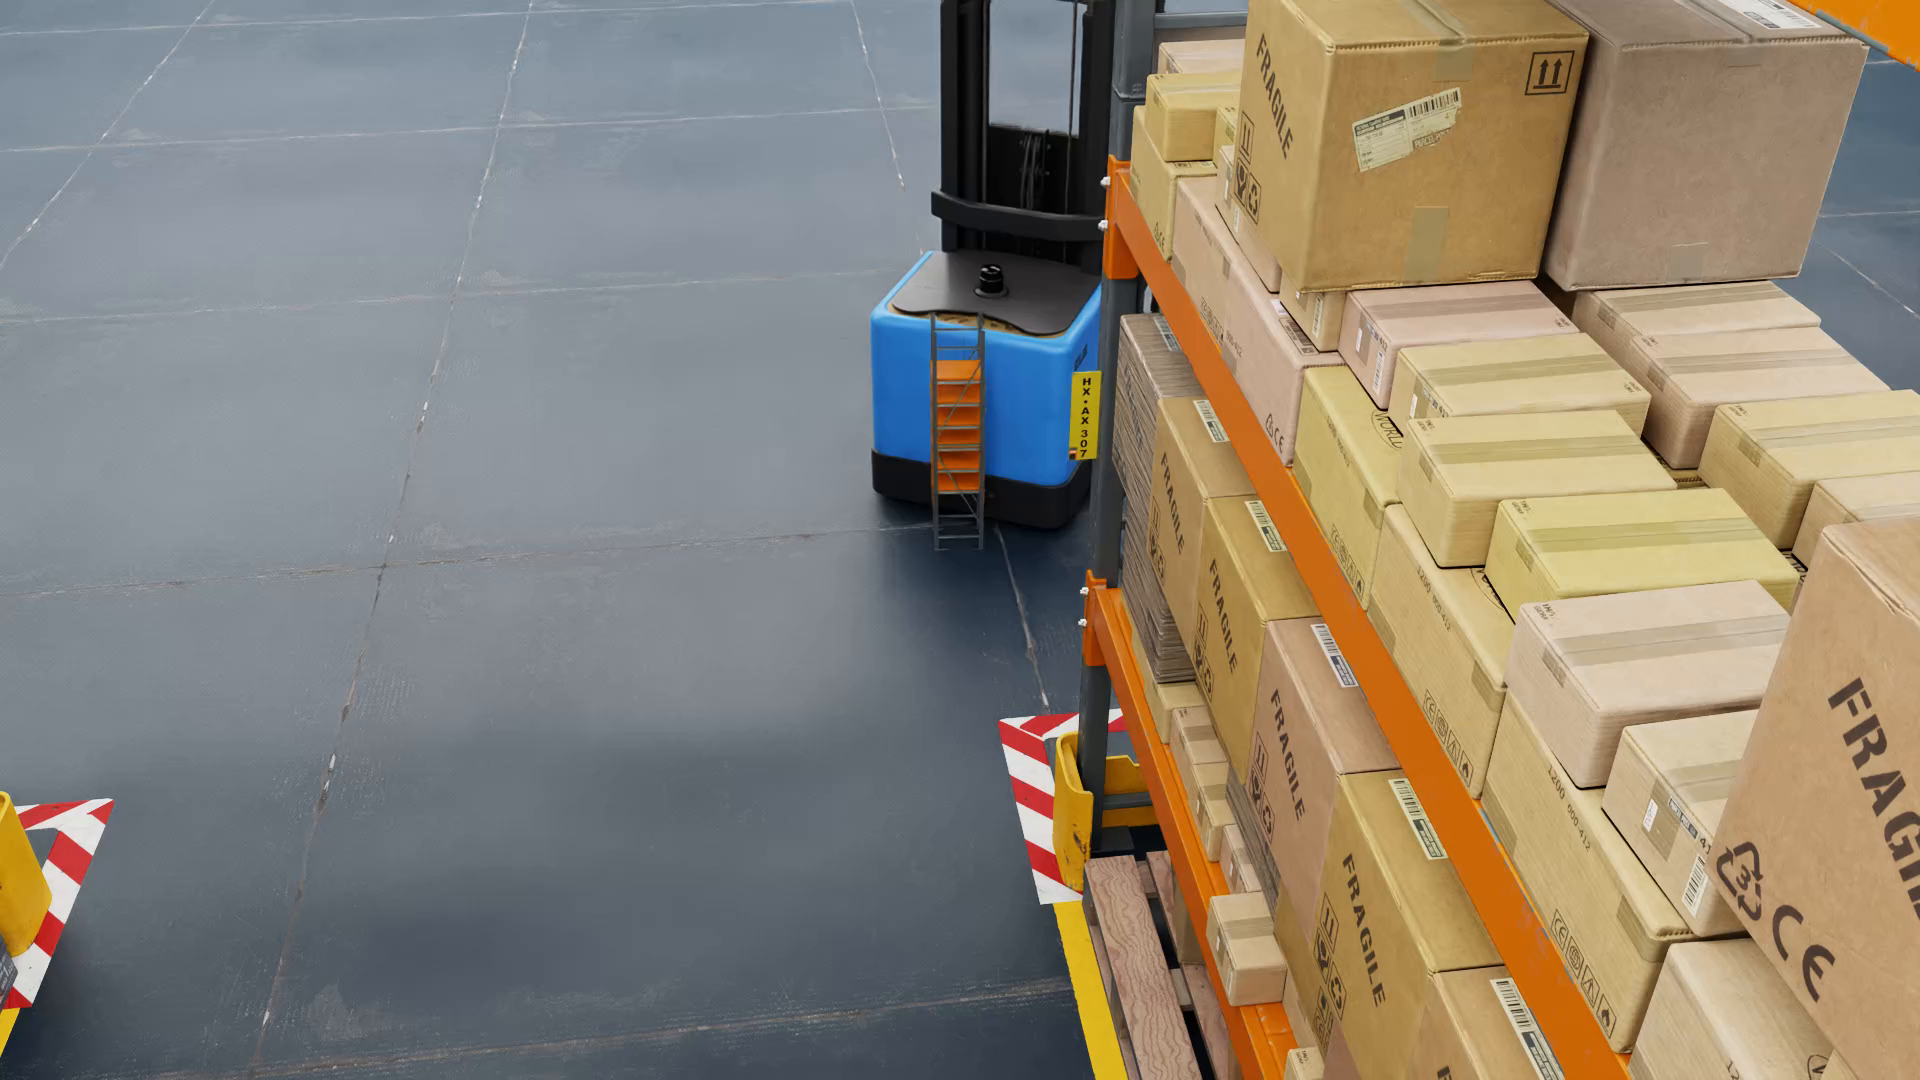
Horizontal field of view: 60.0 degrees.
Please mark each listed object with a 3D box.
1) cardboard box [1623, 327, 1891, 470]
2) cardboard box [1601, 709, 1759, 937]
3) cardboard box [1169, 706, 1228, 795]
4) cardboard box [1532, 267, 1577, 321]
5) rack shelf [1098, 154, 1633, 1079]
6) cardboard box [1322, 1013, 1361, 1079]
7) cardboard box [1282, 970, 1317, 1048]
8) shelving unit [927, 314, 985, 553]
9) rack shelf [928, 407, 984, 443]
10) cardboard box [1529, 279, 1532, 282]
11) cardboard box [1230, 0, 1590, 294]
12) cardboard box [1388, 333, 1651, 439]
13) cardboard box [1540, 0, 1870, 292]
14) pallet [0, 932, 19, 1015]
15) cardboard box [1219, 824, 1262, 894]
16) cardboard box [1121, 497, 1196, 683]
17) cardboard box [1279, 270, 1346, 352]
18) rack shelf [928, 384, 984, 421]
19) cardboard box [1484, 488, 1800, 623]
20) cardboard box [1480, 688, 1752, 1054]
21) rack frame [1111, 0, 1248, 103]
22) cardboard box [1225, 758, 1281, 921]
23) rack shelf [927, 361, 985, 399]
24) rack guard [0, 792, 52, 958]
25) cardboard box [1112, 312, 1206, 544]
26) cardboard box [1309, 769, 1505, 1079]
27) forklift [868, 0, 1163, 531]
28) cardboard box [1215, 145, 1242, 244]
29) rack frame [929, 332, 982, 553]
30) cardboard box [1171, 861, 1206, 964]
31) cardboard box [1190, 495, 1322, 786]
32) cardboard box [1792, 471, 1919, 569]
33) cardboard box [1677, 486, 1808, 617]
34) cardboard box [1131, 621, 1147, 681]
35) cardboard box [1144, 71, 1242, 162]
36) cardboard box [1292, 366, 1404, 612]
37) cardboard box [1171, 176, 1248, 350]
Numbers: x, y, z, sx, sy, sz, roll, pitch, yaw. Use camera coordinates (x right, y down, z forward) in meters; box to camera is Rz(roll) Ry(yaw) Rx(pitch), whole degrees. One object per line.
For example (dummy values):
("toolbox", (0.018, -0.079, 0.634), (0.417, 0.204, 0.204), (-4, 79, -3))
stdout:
("cardboard box", (1.465, -0.267, 3.094), (0.380, 0.149, 0.250), (-4, 34, -5))
("cardboard box", (1.090, 0.355, 2.181), (0.380, 0.149, 0.250), (-6, 35, -9))
("cardboard box", (0.836, 0.614, 4.908), (0.380, 0.149, 0.250), (-4, 35, -6))
("cardboard box", (1.461, -0.570, 3.539), (0.380, 0.149, 0.250), (-6, 35, -9))
("rack shelf", (1.215, 0.088, 3.433), (1.077, 0.370, 4.000), (-4, 35, -6))
("cardboard box", (1.286, 1.173, 3.512), (0.875, 0.500, 0.500), (-4, 35, -6))
("cardboard box", (1.019, 1.169, 4.094), (0.380, 0.149, 0.250), (-4, 35, -6))
("shelving unit", (-0.018, -0.488, 7.900), (0.258, 1.200, 0.189), (1, 34, 2))
("rack shelf", (-0.018, -0.550, 7.857), (0.258, 0.103, 0.180), (1, 34, 2))
("cardboard box", (1.394, -0.449, 3.714), (0.500, 0.250, 0.500), (-4, 34, -5))
("cardboard box", (0.879, -0.847, 3.369), (0.500, 0.500, 0.500), (-5, 35, -7))
("cardboard box", (1.023, -0.248, 3.066), (0.380, 0.149, 0.250), (-6, 35, -8))
("cardboard box", (1.406, -0.851, 3.374), (0.500, 0.500, 0.500), (-4, 35, -6))
("pallet", (-3.797, 1.826, 5.383), (1.003, 0.211, 1.213), (-4, 35, -6))
("cardboard box", (0.923, 0.892, 4.501), (0.380, 0.149, 0.250), (-4, 35, -6))
("cardboard box", (0.993, 0.059, 5.147), (0.875, 0.500, 0.500), (-4, 35, -6))
("cardboard box", (0.896, -0.529, 3.478), (0.380, 0.149, 0.250), (-6, 35, -9))
("rack shelf", (-0.018, -0.649, 7.790), (0.258, 0.103, 0.180), (1, 34, 2))
("cardboard box", (1.065, 0.053, 2.624), (0.380, 0.149, 0.250), (-3, 34, -5))
("cardboard box", (1.104, 0.442, 2.408), (0.500, 0.250, 0.500), (-4, 34, -5))
("rack frame", (0.947, -2.565, 4.023), (1.000, 3.000, 0.127), (-4, 35, -6))
("cardboard box", (1.204, 0.611, 4.337), (0.875, 0.500, 0.500), (-4, 35, -6))
("rack shelf", (-0.018, -0.748, 7.722), (0.258, 0.103, 0.180), (1, 34, 2))
("rack guard", (-3.985, 1.253, 5.968), (1.175, 0.500, 0.348), (-4, 35, -6))
("cardboard box", (0.750, -0.336, 4.838), (0.500, 0.500, 0.500), (-4, 35, -6))
("cardboard box", (1.016, 0.780, 3.200), (0.500, 0.500, 0.500), (-4, 35, -6))
("forklift", (0.531, -2.079, 8.699), (1.130, 2.935, 3.031), (12, 36, 17))
("cardboard box", (0.815, -0.816, 3.900), (0.380, 0.149, 0.250), (-3, 34, -4))
("rack frame", (-0.021, -0.436, 7.824), (0.240, 1.200, 0.006), (1, 34, 2))
("cardboard box", (1.014, 1.123, 5.785), (0.500, 0.500, 0.500), (2, 34, 2))
("cardboard box", (0.879, 0.223, 4.019), (0.500, 0.500, 0.500), (-4, 35, -6))
("cardboard box", (1.602, 0.014, 2.682), (0.380, 0.149, 0.250), (-5, 35, -7))
("cardboard box", (1.545, 0.125, 2.872), (0.500, 0.250, 0.500), (-6, 35, -8))
("cardboard box", (0.763, 0.336, 5.317), (0.380, 0.149, 0.250), (-4, 35, -6))
("cardboard box", (0.693, -1.105, 4.324), (0.380, 0.149, 0.250), (-4, 34, -5))
("cardboard box", (0.968, -0.121, 3.234), (0.500, 0.250, 0.500), (-3, 34, -5))
("cardboard box", (0.831, -0.688, 4.065), (0.500, 0.250, 0.500), (-5, 35, -7))
